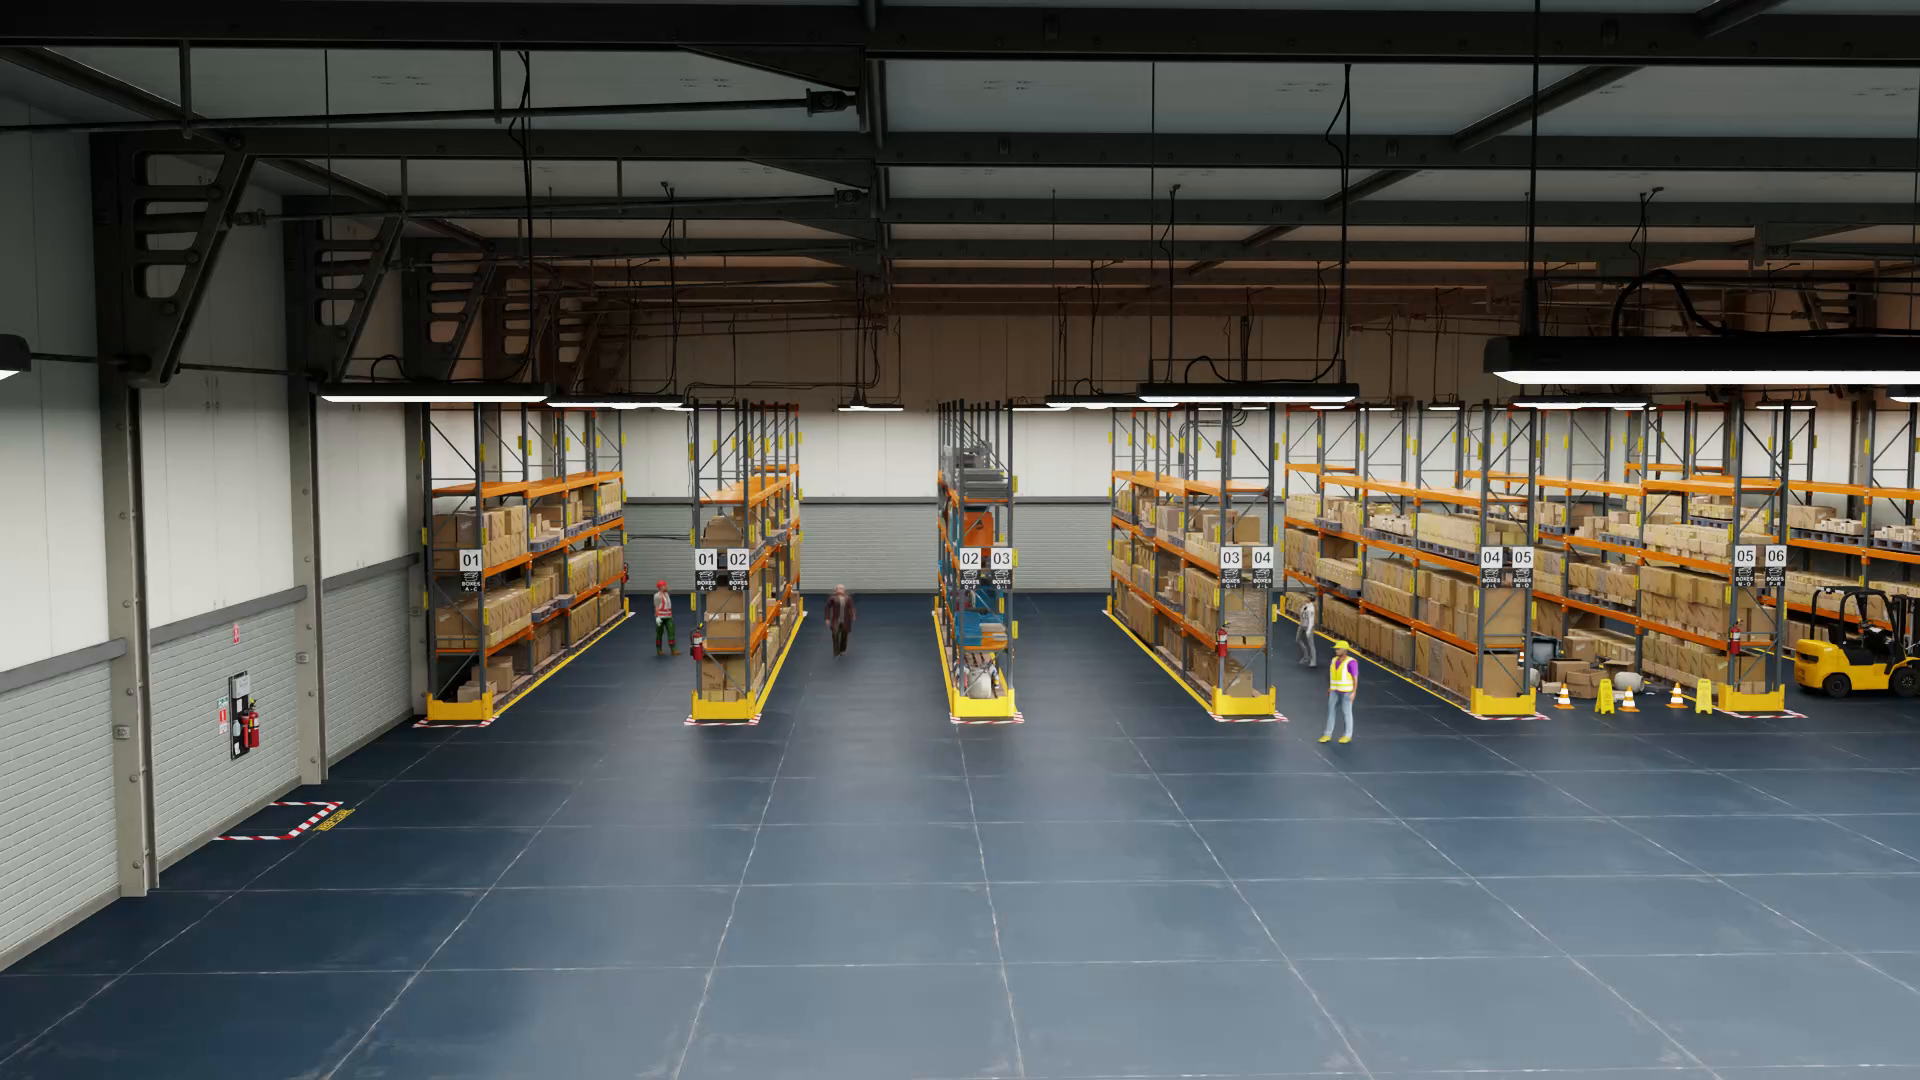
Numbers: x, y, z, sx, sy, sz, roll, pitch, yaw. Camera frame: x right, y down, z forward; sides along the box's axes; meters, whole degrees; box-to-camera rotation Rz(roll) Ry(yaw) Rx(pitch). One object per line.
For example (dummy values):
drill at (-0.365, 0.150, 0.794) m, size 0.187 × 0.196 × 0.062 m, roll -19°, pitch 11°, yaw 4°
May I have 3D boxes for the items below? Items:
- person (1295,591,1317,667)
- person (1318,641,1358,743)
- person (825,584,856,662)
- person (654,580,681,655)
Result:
person at (7.895, 2.013, 37.812) m, size 0.390 × 1.706 × 0.603 m, roll -2°, pitch 5°, yaw -20°
person at (6.573, 2.644, 28.909) m, size 0.575 × 1.778 × 0.585 m, roll -4°, pitch 6°, yaw -41°
person at (-2.787, 1.934, 38.816) m, size 0.744 × 1.814 × 0.917 m, roll 0°, pitch 4°, yaw 0°
person at (-6.972, 1.847, 39.377) m, size 0.572 × 1.786 × 0.628 m, roll -4°, pitch 6°, yaw -42°
